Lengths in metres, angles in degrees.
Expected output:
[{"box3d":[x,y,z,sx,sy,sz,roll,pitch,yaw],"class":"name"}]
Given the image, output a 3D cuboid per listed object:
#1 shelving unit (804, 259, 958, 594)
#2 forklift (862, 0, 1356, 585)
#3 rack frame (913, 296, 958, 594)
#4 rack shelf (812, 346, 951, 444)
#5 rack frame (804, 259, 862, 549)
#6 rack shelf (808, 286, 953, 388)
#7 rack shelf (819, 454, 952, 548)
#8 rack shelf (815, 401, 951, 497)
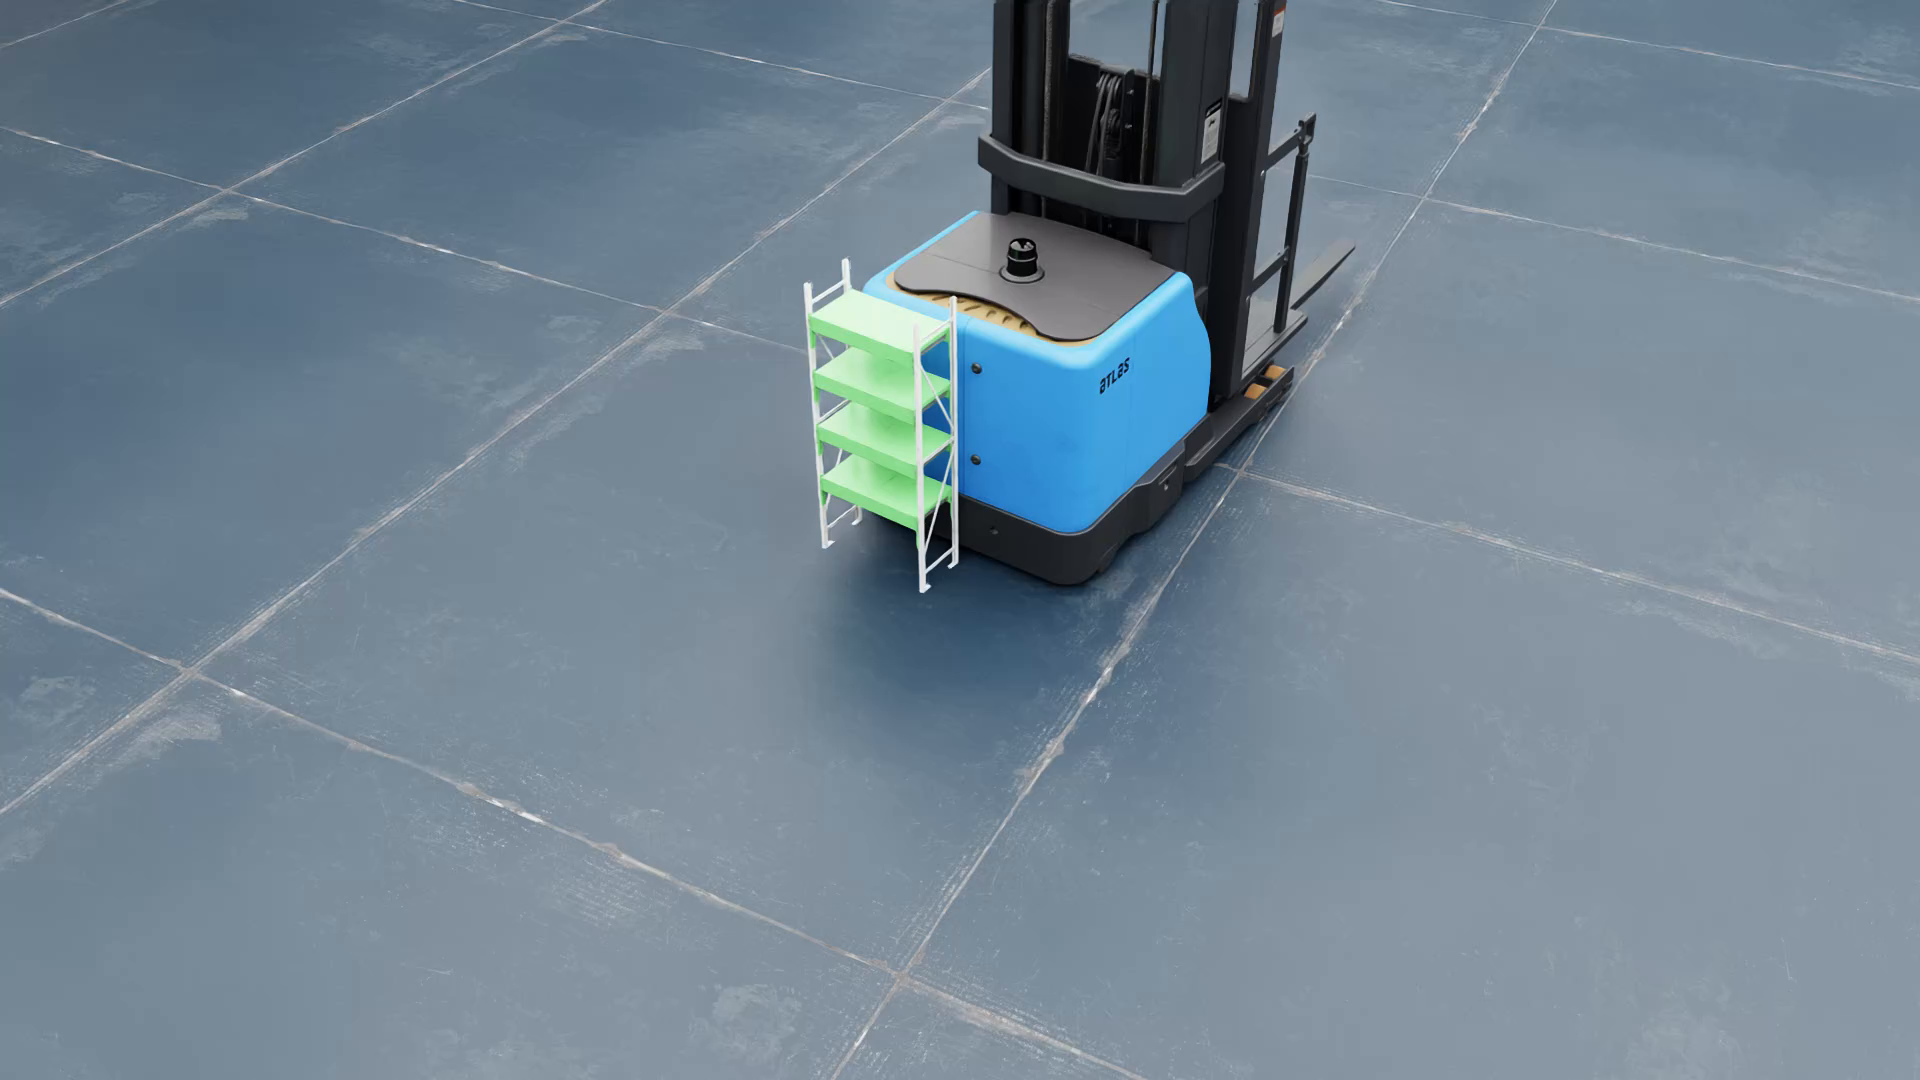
[{"box3d":[-0.284,-0.414,6.301,0.503,1.200,0.258,23,43,28],"class":"shelving unit"},{"box3d":[0.861,-1.847,6.758,1.130,2.935,3.031,22,43,27],"class":"forklift"},{"box3d":[-0.085,-0.329,6.189,0.015,1.200,0.240,23,43,28],"class":"rack frame"},{"box3d":[-0.285,-0.554,6.194,0.480,0.148,0.258,23,43,28],"class":"rack shelf"},{"box3d":[-0.483,-0.500,6.414,0.015,1.200,0.240,23,43,28],"class":"rack frame"},{"box3d":[-0.286,-0.744,6.048,0.480,0.148,0.258,23,43,28],"class":"rack shelf"},{"box3d":[-0.282,-0.174,6.487,0.480,0.148,0.258,23,43,28],"class":"rack shelf"},{"box3d":[-0.283,-0.364,6.340,0.480,0.148,0.258,23,43,28],"class":"rack shelf"}]
